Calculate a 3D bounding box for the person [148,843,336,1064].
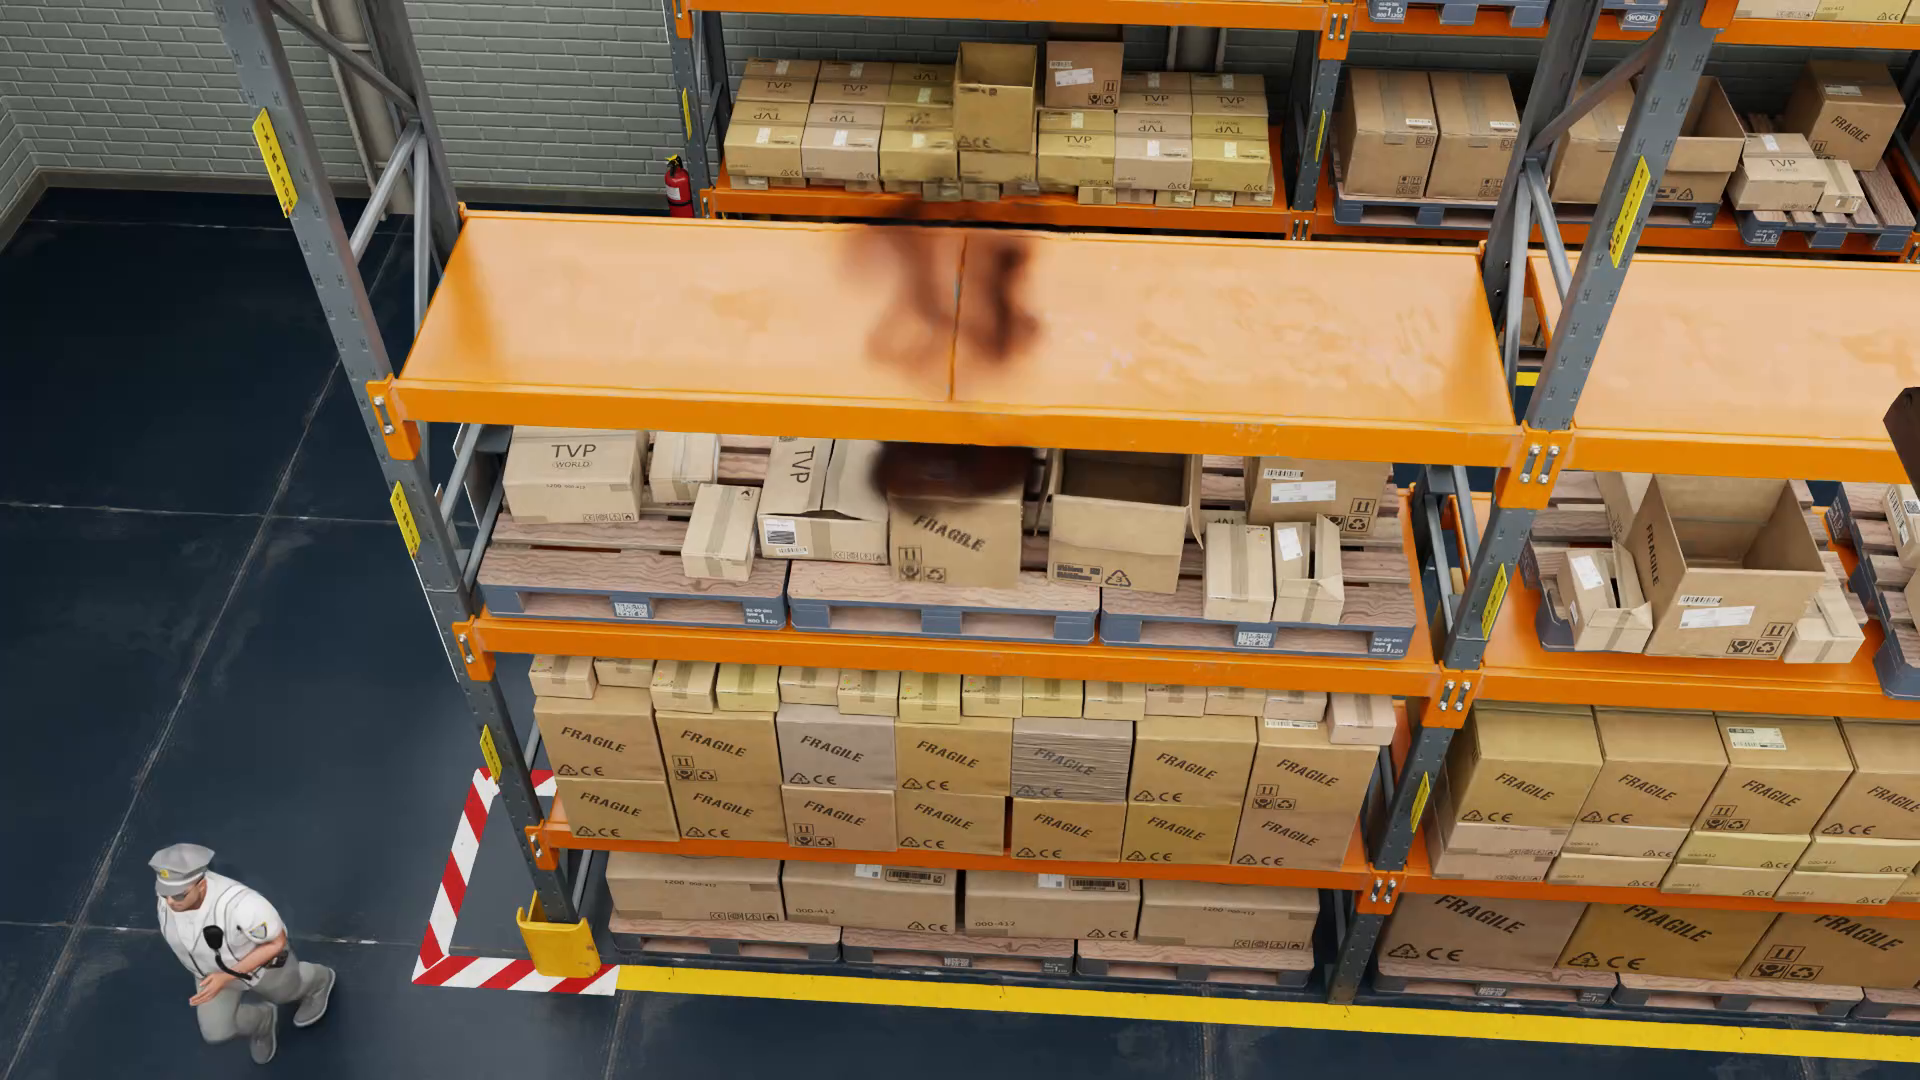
[{"bbox_3d":[-3.363,1.963,7.787,0.641,1.818,0.726,9,48,8],"label":"person"}]
